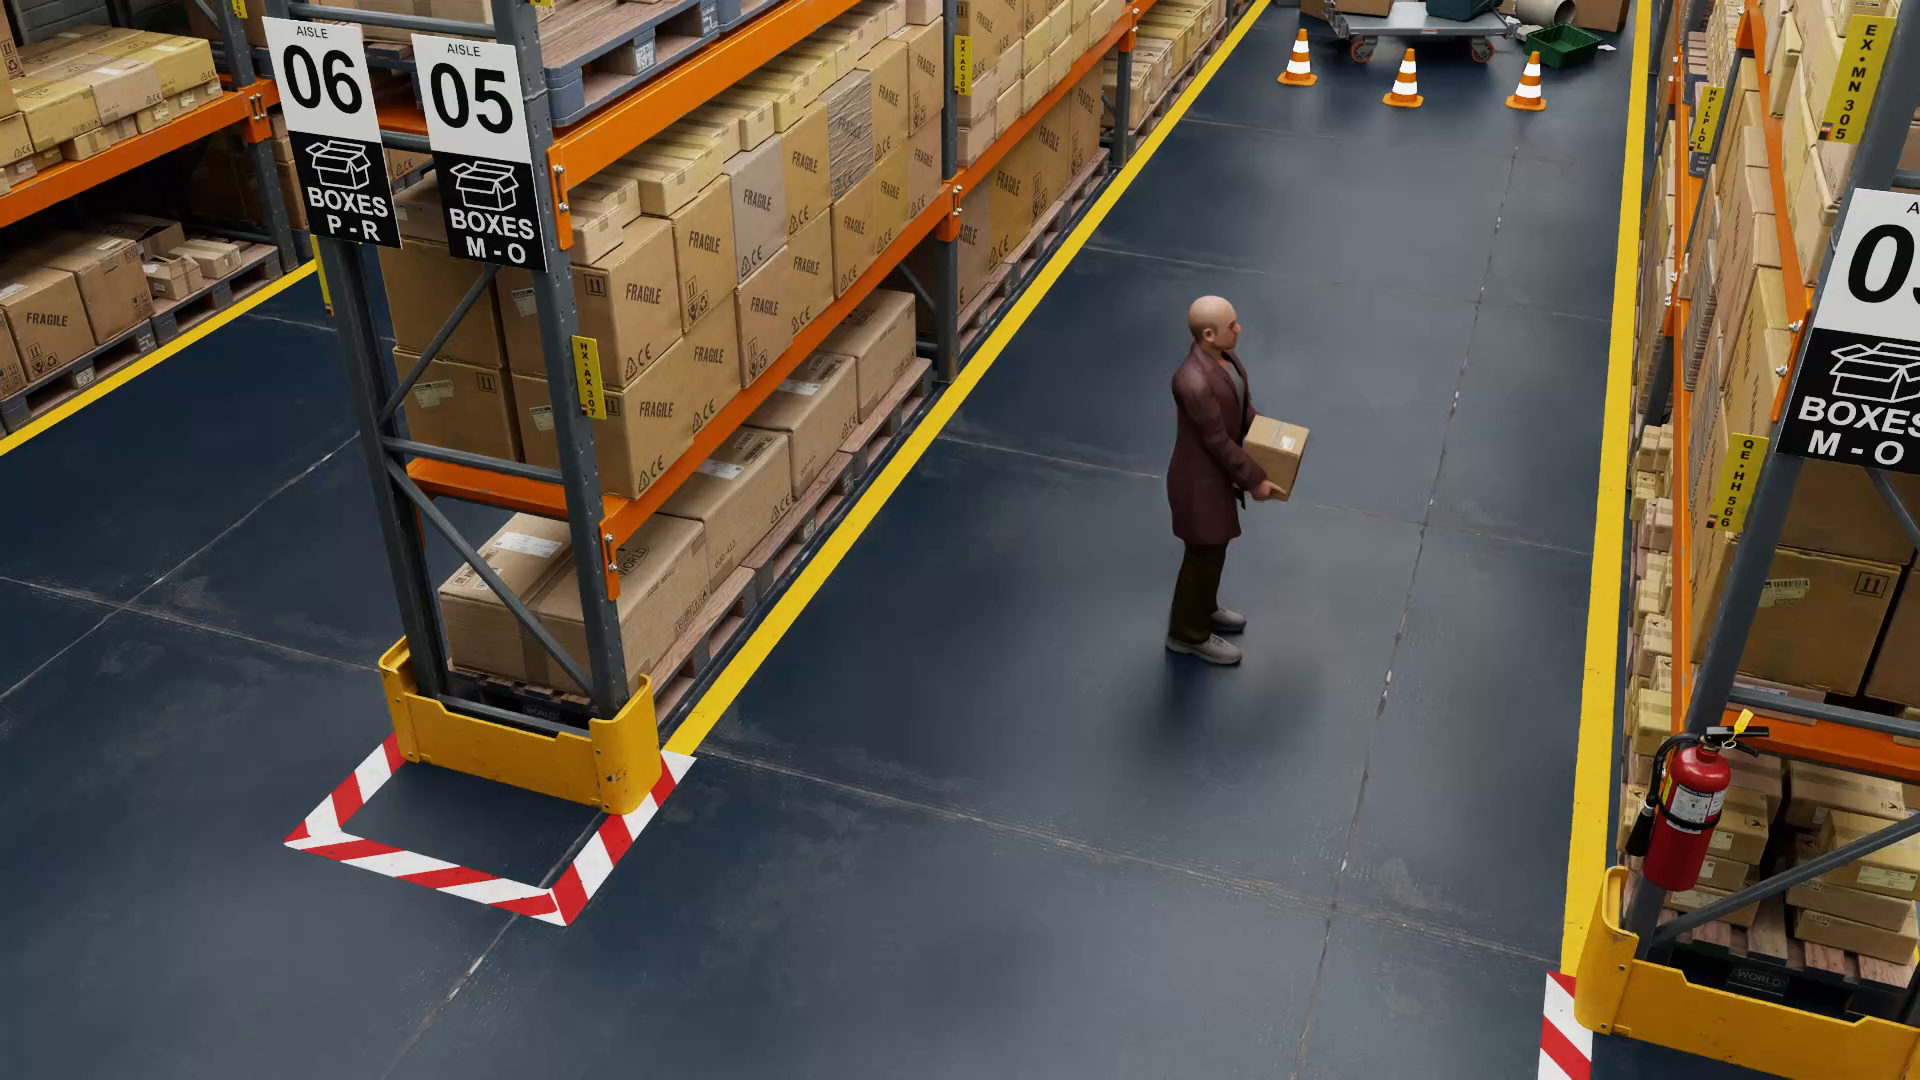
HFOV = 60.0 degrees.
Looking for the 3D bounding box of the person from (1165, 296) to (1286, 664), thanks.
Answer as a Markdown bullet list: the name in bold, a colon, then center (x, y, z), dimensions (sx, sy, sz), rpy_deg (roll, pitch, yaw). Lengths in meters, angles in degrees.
- **person**: center (1.227, -0.262, 7.563), dimensions (0.551, 1.778, 0.521), rpy_deg (11, 34, 17)
